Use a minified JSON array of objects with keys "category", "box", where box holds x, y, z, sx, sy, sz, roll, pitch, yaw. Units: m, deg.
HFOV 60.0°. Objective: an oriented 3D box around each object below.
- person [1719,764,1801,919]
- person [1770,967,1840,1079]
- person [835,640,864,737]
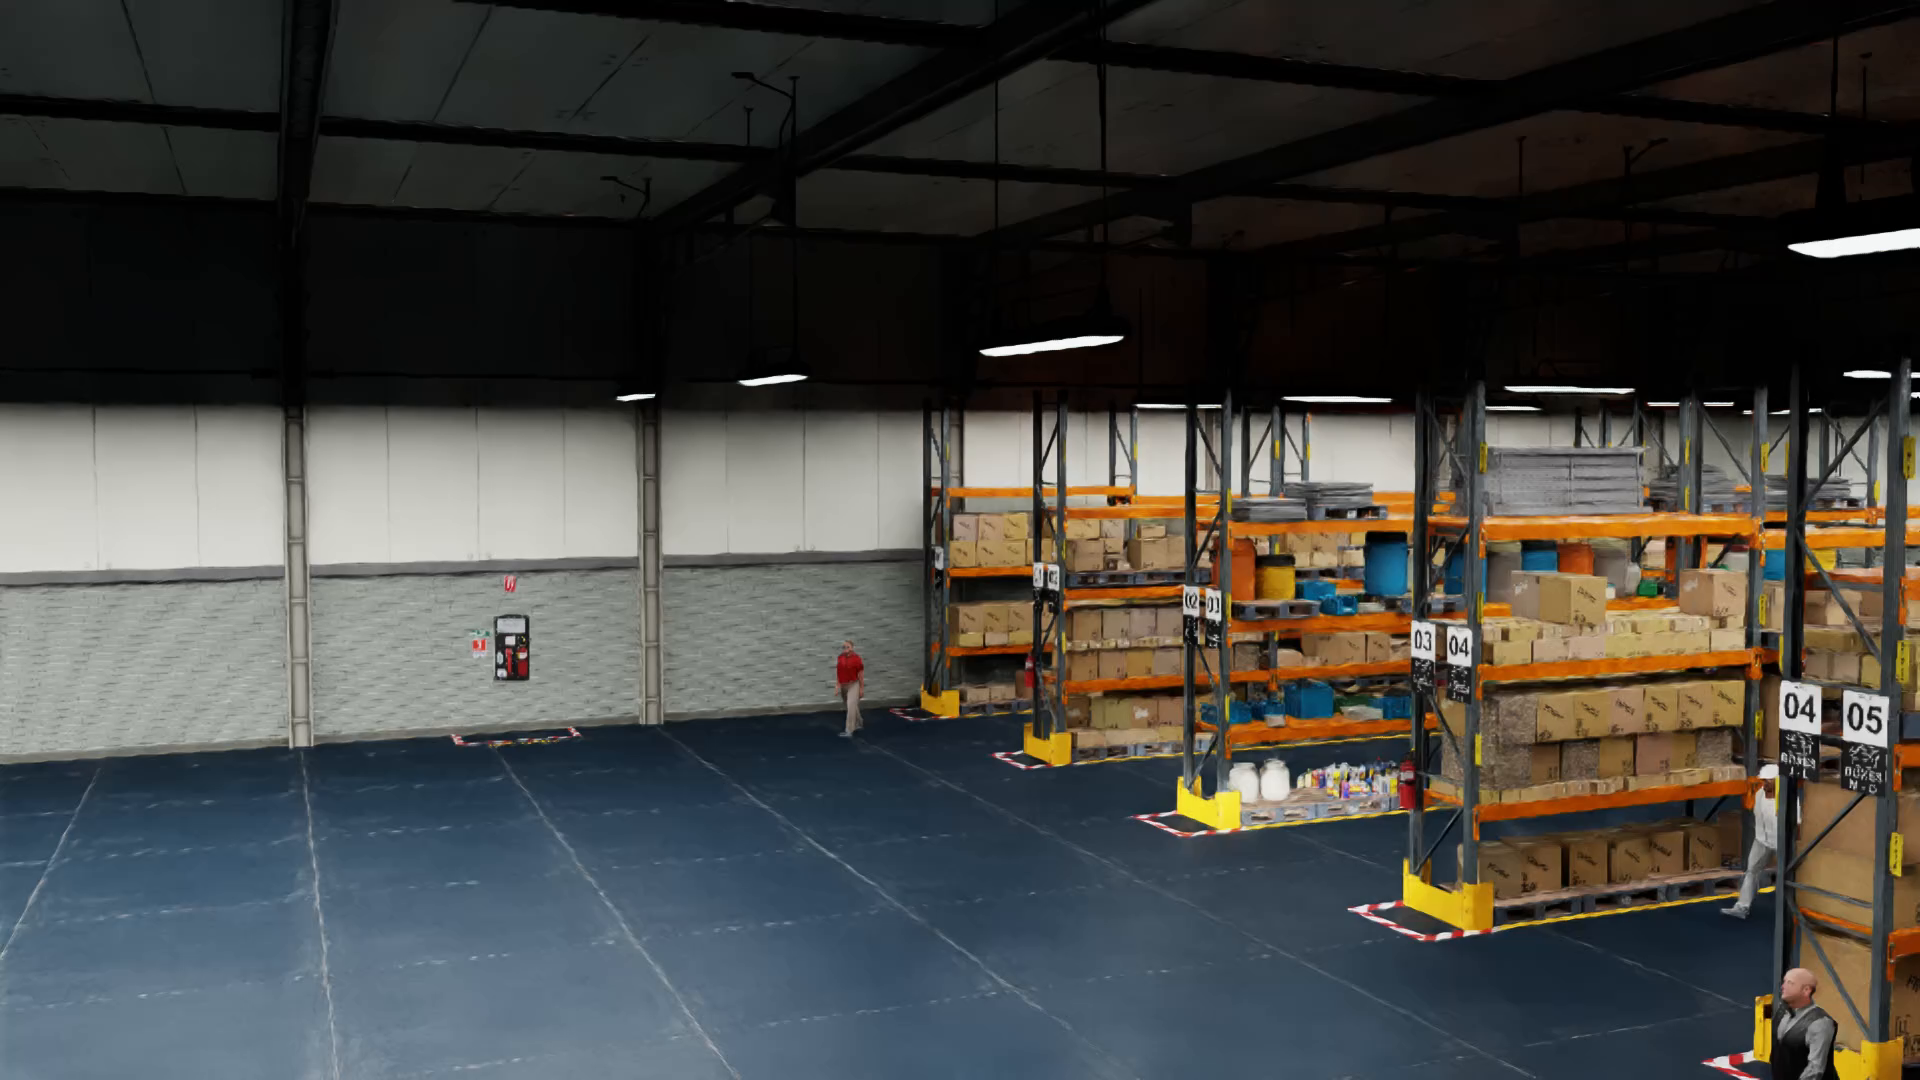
[{"category":"person","box":[8.777,3.252,17.933,1.128,1.689,0.575,-2,4,-25]},{"category":"person","box":[5.584,3.666,11.064,1.021,1.661,0.540,-1,3,-13]},{"category":"person","box":[-1.950,2.591,29.280,0.617,1.691,0.952,3,4,41]}]
